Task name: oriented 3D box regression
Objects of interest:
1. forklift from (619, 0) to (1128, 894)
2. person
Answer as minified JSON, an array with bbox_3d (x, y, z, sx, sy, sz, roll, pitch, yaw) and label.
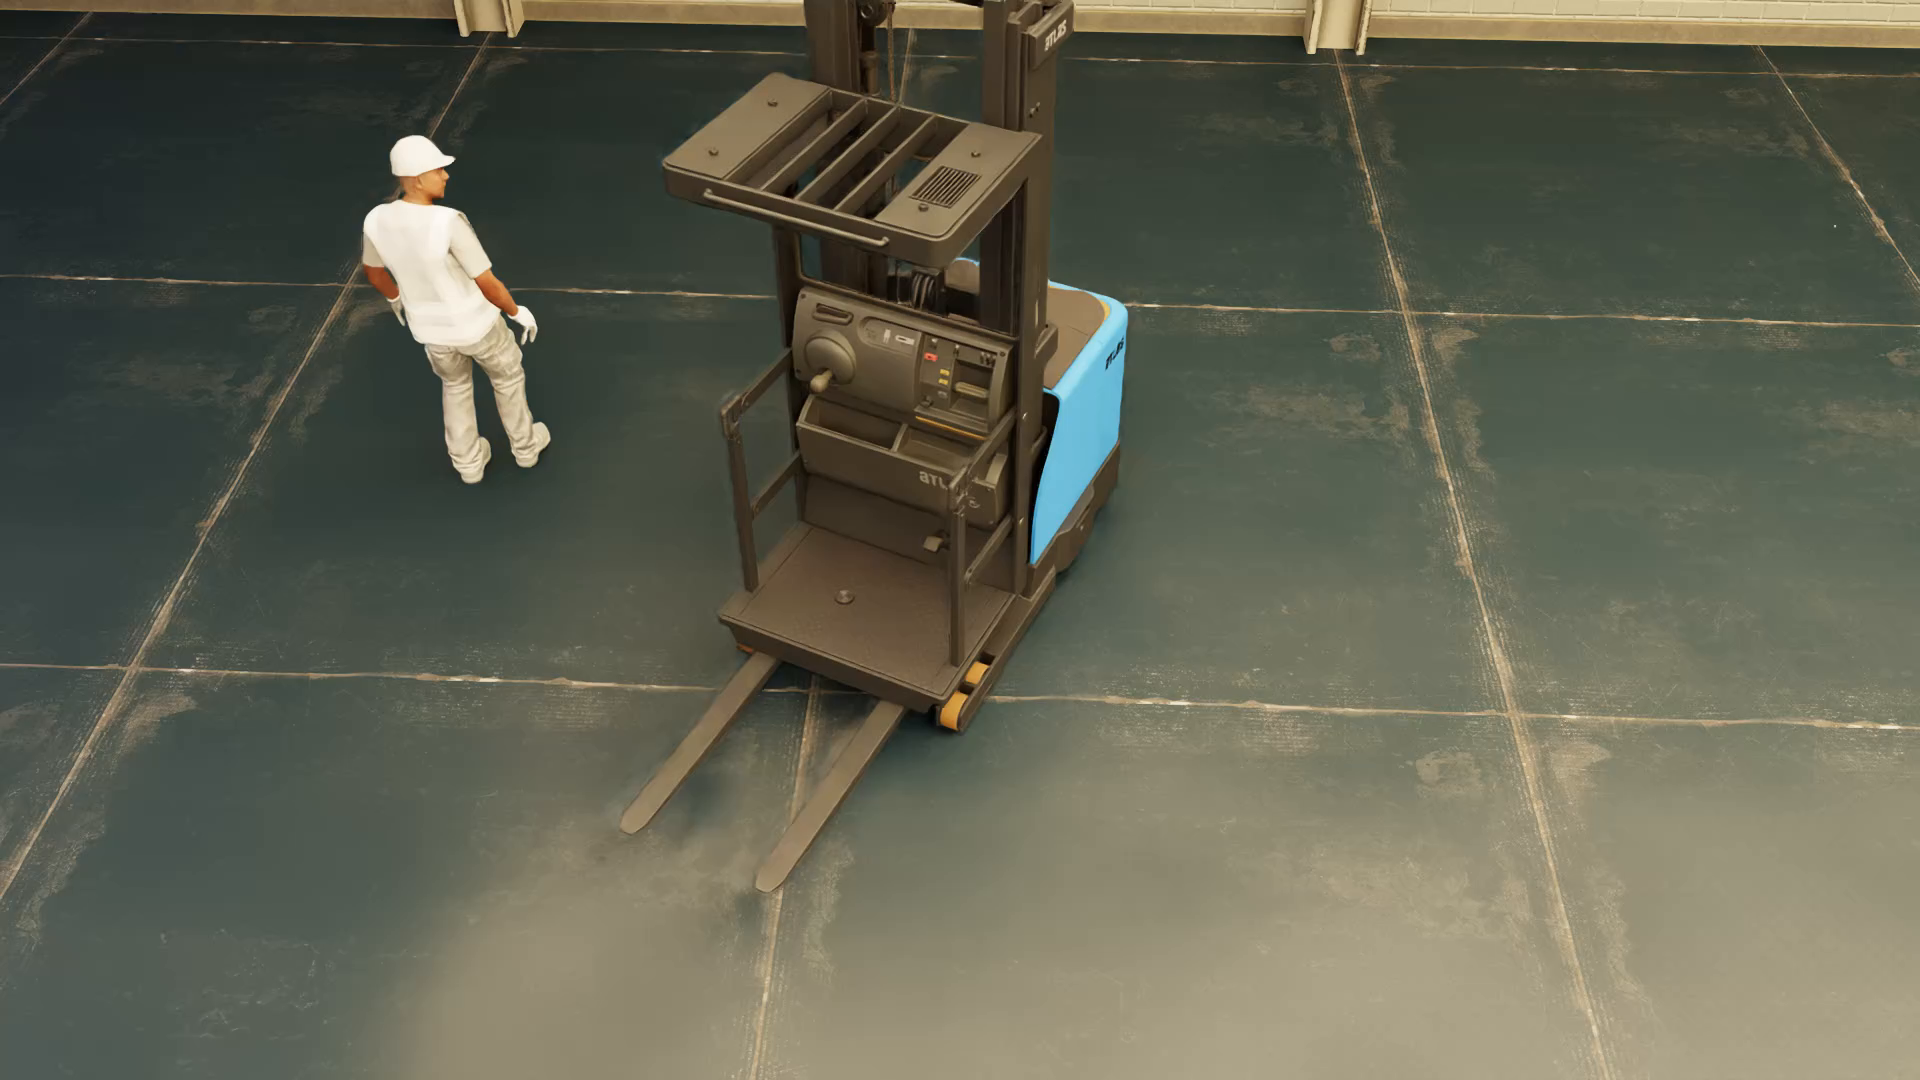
[{"bbox_3d":[-13.042,-0.616,6.417,23.875,2.935,14.365,19,46,19],"label":"forklift"},{"bbox_3d":[-2.324,-1.074,7.786,0.773,1.765,0.490,9,43,10],"label":"person"}]
